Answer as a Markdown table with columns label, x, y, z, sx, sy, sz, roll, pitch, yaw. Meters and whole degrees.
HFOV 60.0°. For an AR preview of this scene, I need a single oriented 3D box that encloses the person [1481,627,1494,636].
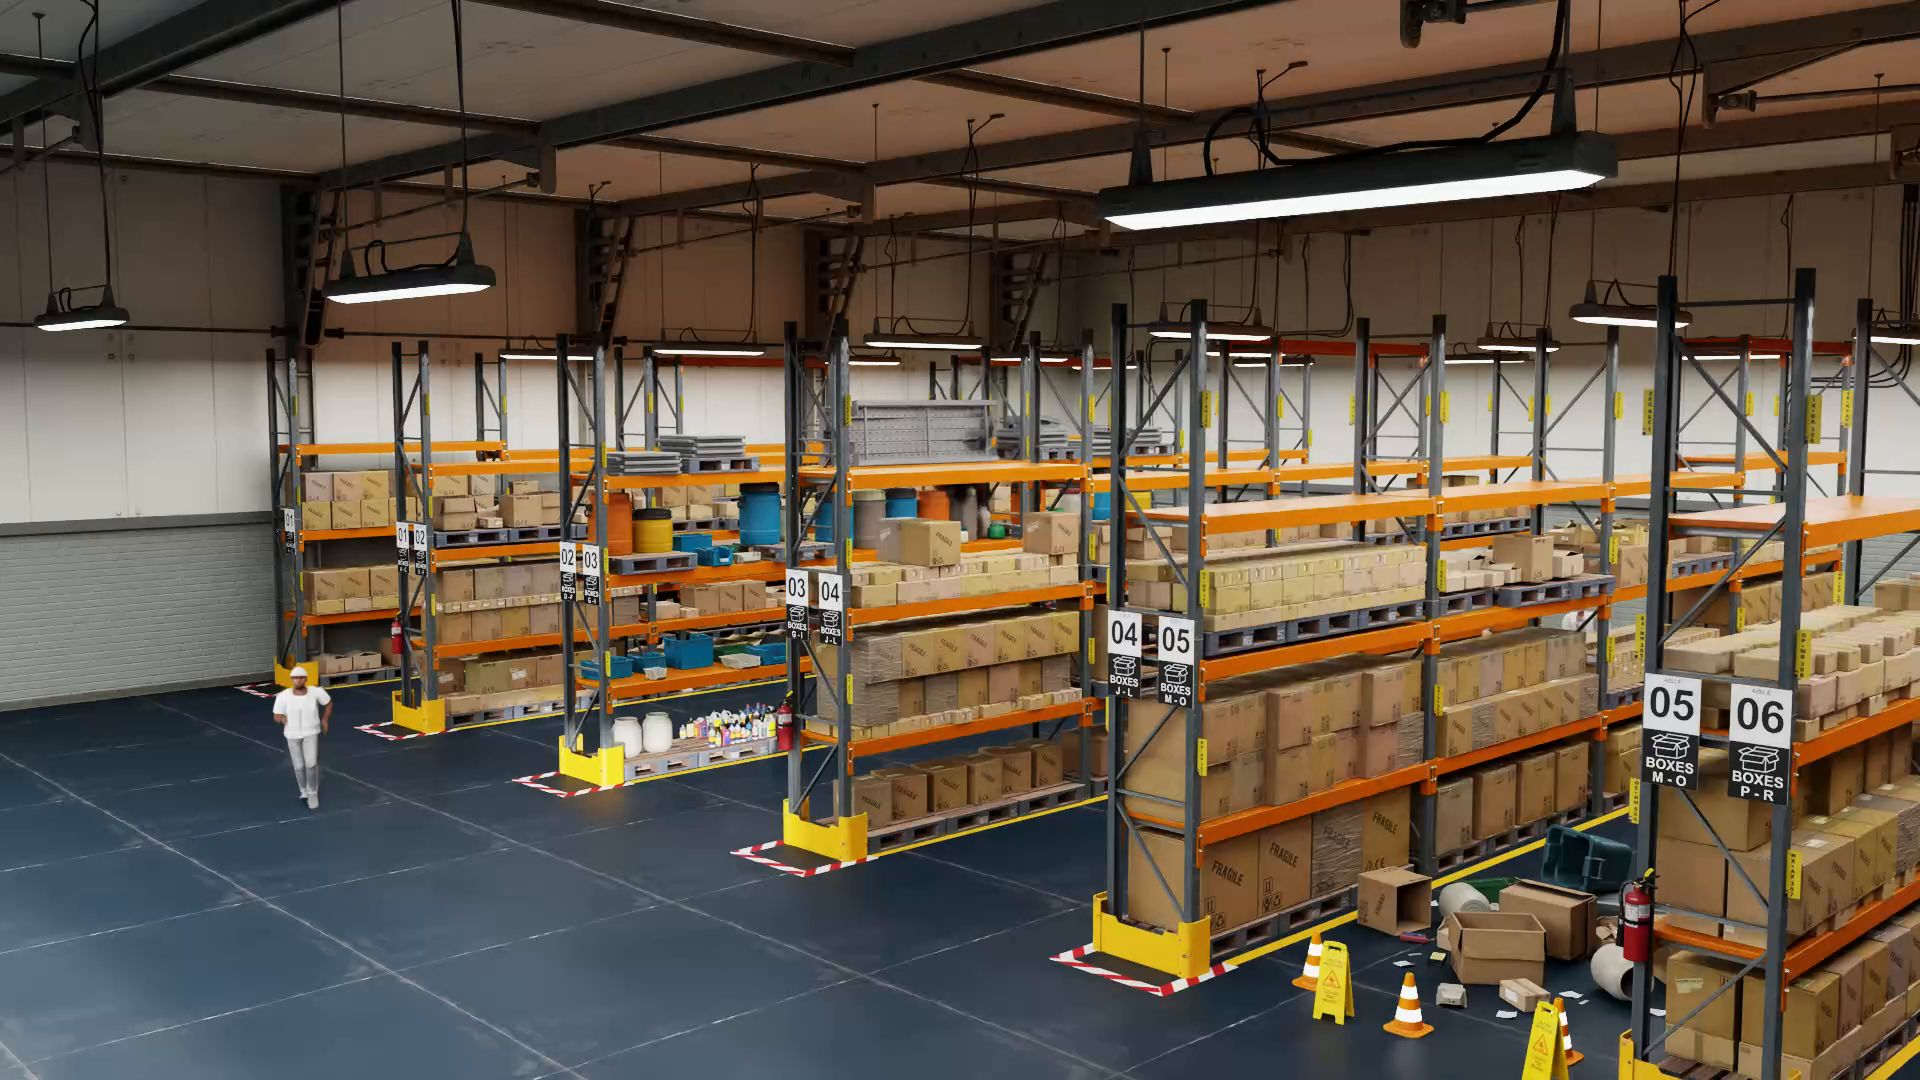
| label | x | y | z | sx | sy | sz | roll | pitch | yaw |
| --- | --- | --- | --- | --- | --- | --- | --- | --- | --- |
| person | 8.095 | 2.140 | 25.572 | 0.549 | 1.624 | 0.558 | 4 | 6 | 37 |

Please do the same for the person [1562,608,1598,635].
| label | x | y | z | sx | sy | sz | roll | pitch | yaw |
| --- | --- | --- | --- | --- | --- | --- | --- | --- | --- |
| person | 10.457 | 1.869 | 27.931 | 0.638 | 1.831 | 0.874 | 5 | 7 | 44 |

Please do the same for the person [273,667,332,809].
| label | x | y | z | sx | sy | sz | roll | pitch | yaw |
| --- | --- | --- | --- | --- | --- | --- | --- | --- | --- |
| person | -8.270 | 2.487 | 20.912 | 0.671 | 1.806 | 0.738 | -1 | 5 | -14 |
